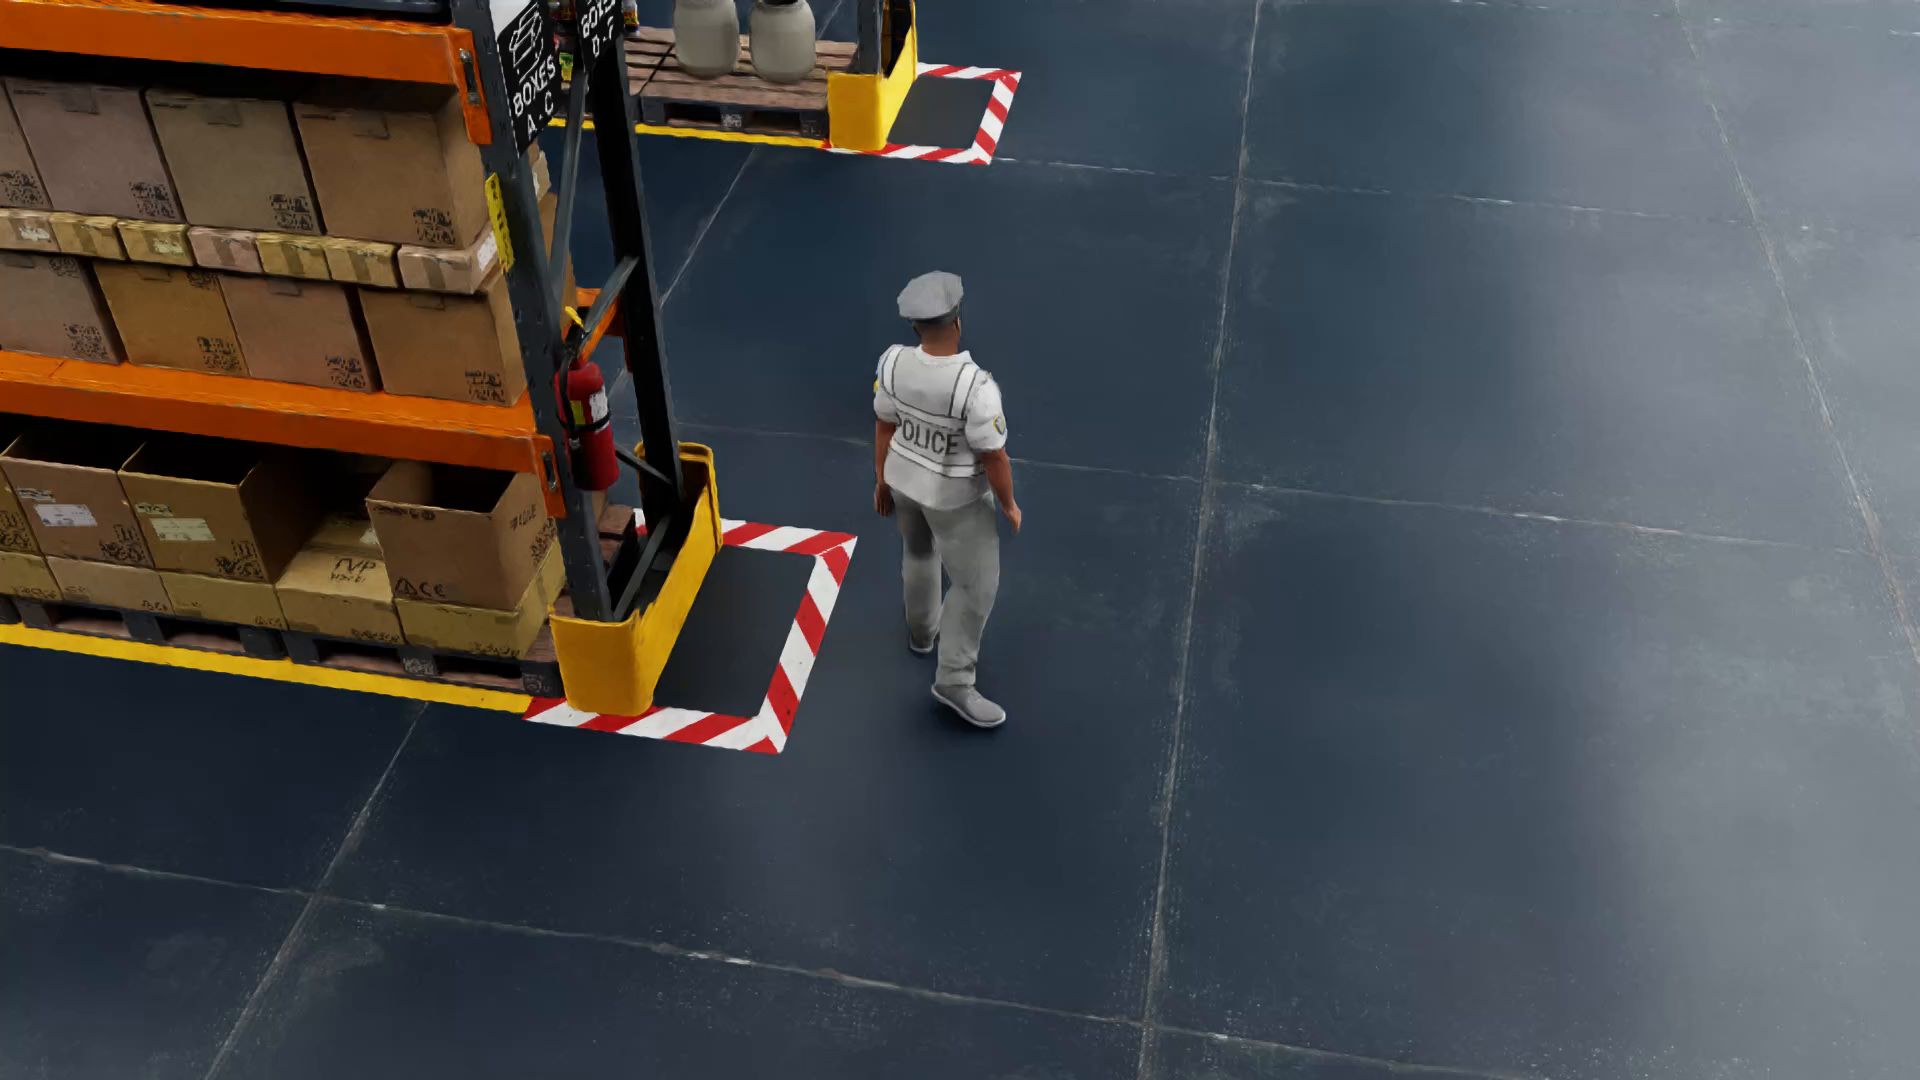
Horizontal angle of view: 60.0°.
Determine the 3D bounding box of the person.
[{"bbox_3d":[-0.004,-0.145,6.324,0.728,1.746,0.518,28,47,29],"label":"person"}]
